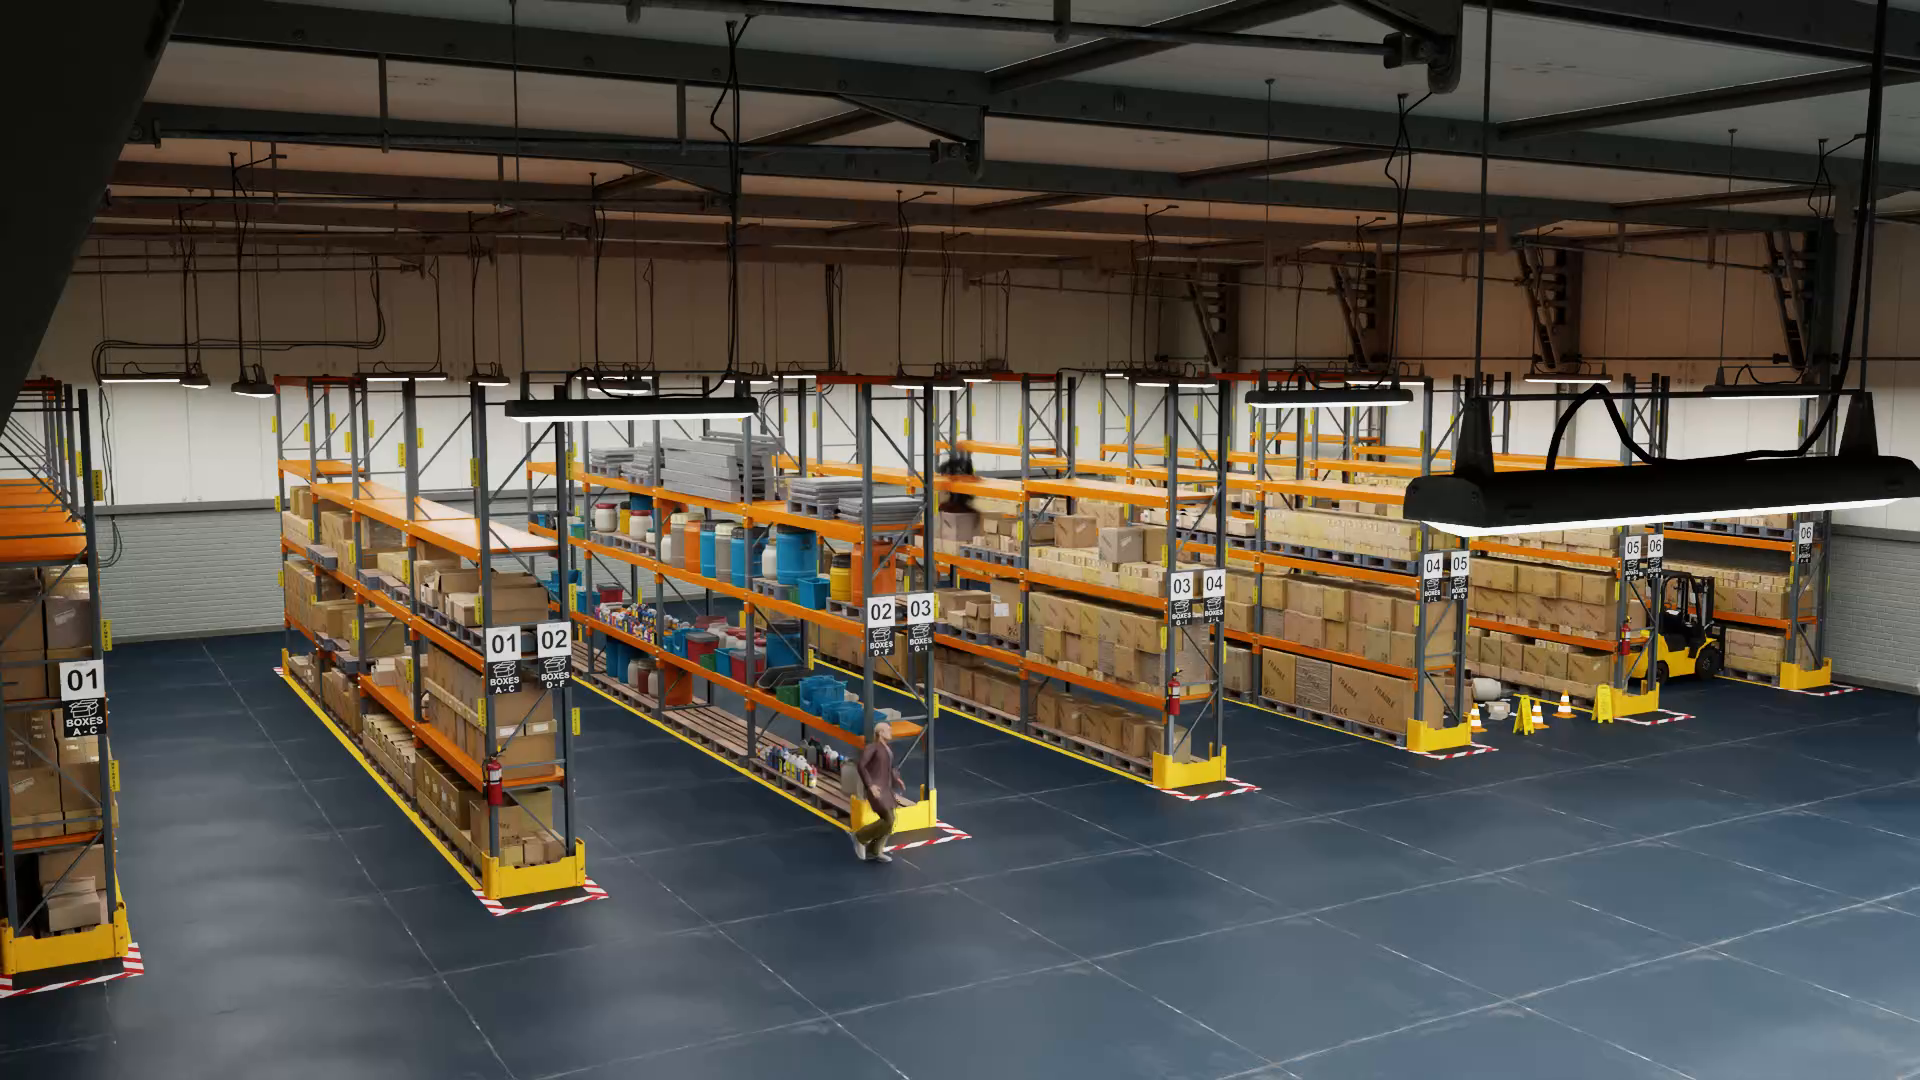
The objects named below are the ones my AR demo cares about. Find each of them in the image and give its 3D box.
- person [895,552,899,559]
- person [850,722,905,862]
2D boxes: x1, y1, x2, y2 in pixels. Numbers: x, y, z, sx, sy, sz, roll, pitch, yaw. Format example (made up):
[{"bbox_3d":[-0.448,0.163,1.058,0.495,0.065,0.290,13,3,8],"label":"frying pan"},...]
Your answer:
[{"bbox_3d":[-1.598,1.129,39.743,0.773,1.713,0.586,0,6,2],"label":"person"},{"bbox_3d":[-1.015,3.175,21.082,0.605,1.713,0.746,2,7,16],"label":"person"}]
